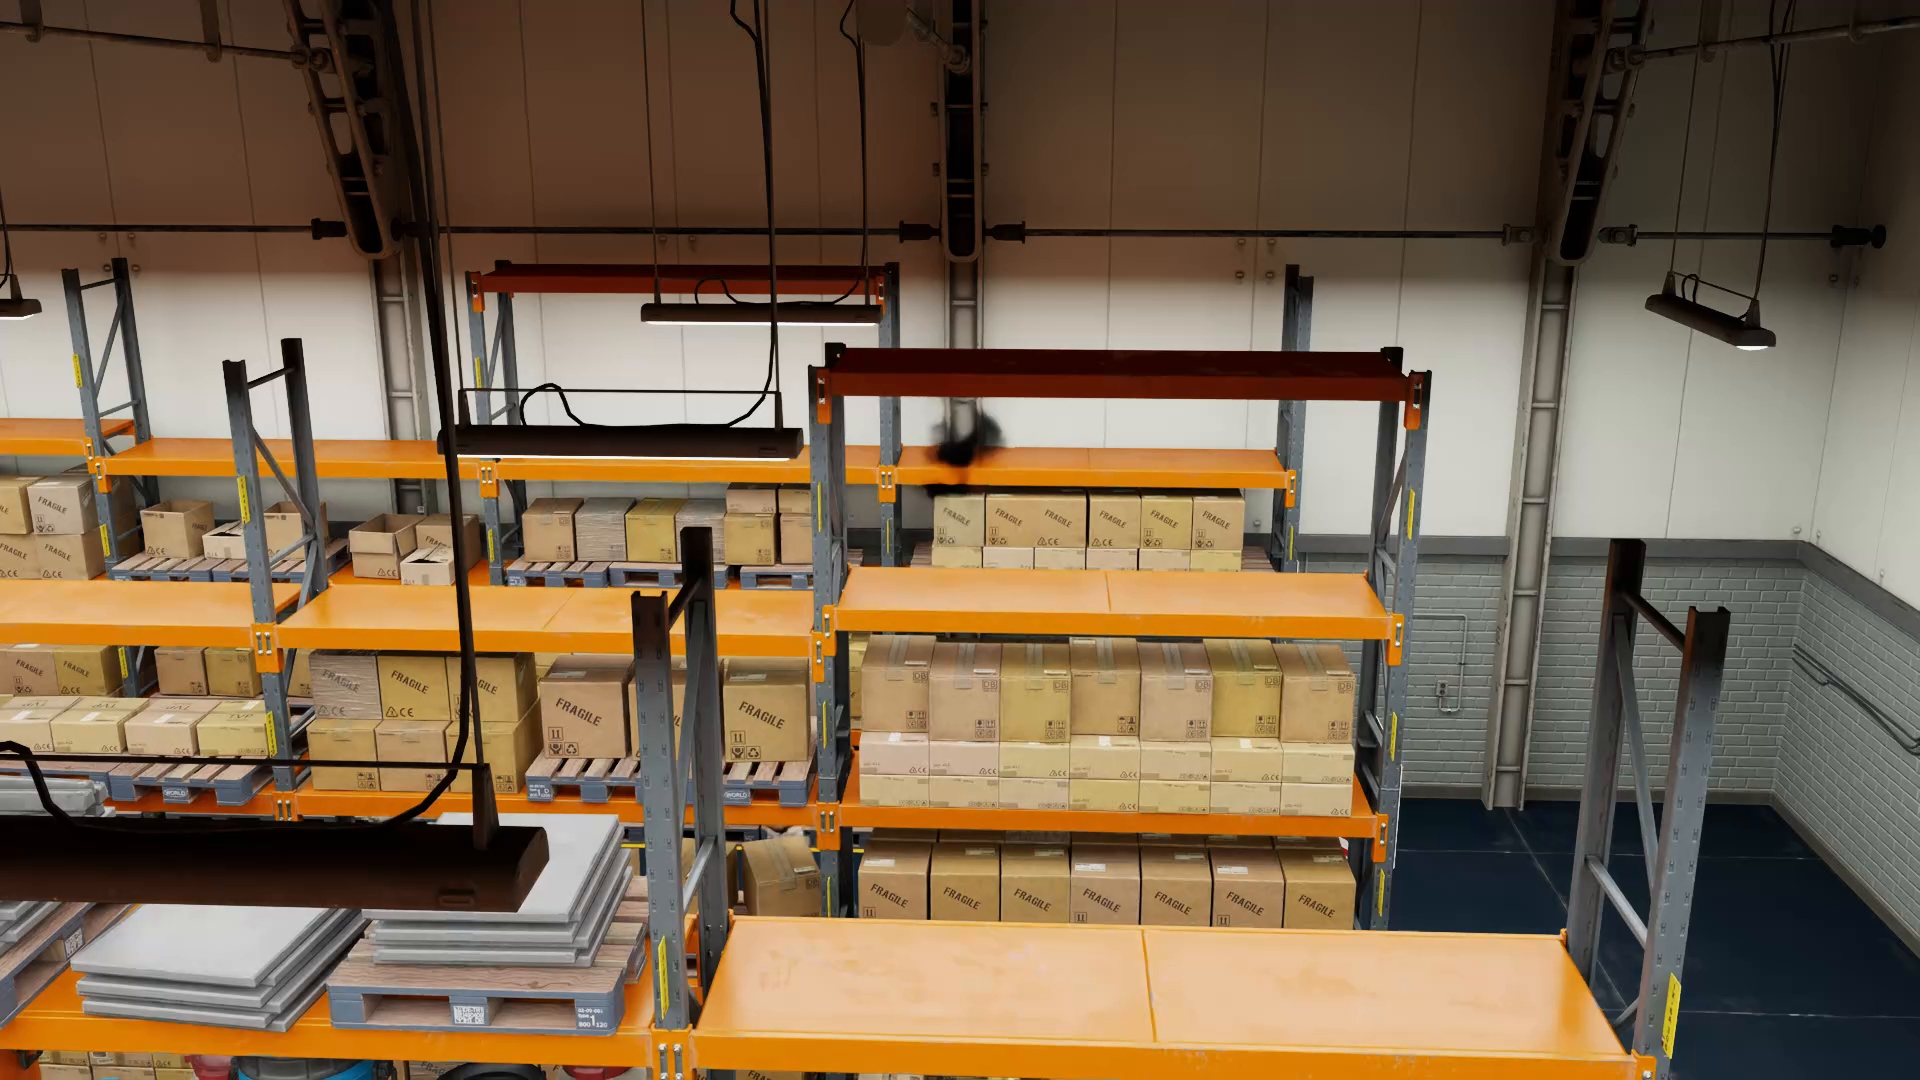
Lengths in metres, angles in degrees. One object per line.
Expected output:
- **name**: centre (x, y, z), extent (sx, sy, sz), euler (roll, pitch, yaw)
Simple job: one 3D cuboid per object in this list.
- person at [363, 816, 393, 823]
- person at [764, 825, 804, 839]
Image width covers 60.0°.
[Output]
- **person**: centre (-5.021, 3.148, 14.588), extent (0.828, 1.765, 0.684), euler (-1, 16, -4)
- **person**: centre (-1.629, 2.812, 15.530), extent (0.988, 1.777, 0.680), euler (-3, 16, -10)
